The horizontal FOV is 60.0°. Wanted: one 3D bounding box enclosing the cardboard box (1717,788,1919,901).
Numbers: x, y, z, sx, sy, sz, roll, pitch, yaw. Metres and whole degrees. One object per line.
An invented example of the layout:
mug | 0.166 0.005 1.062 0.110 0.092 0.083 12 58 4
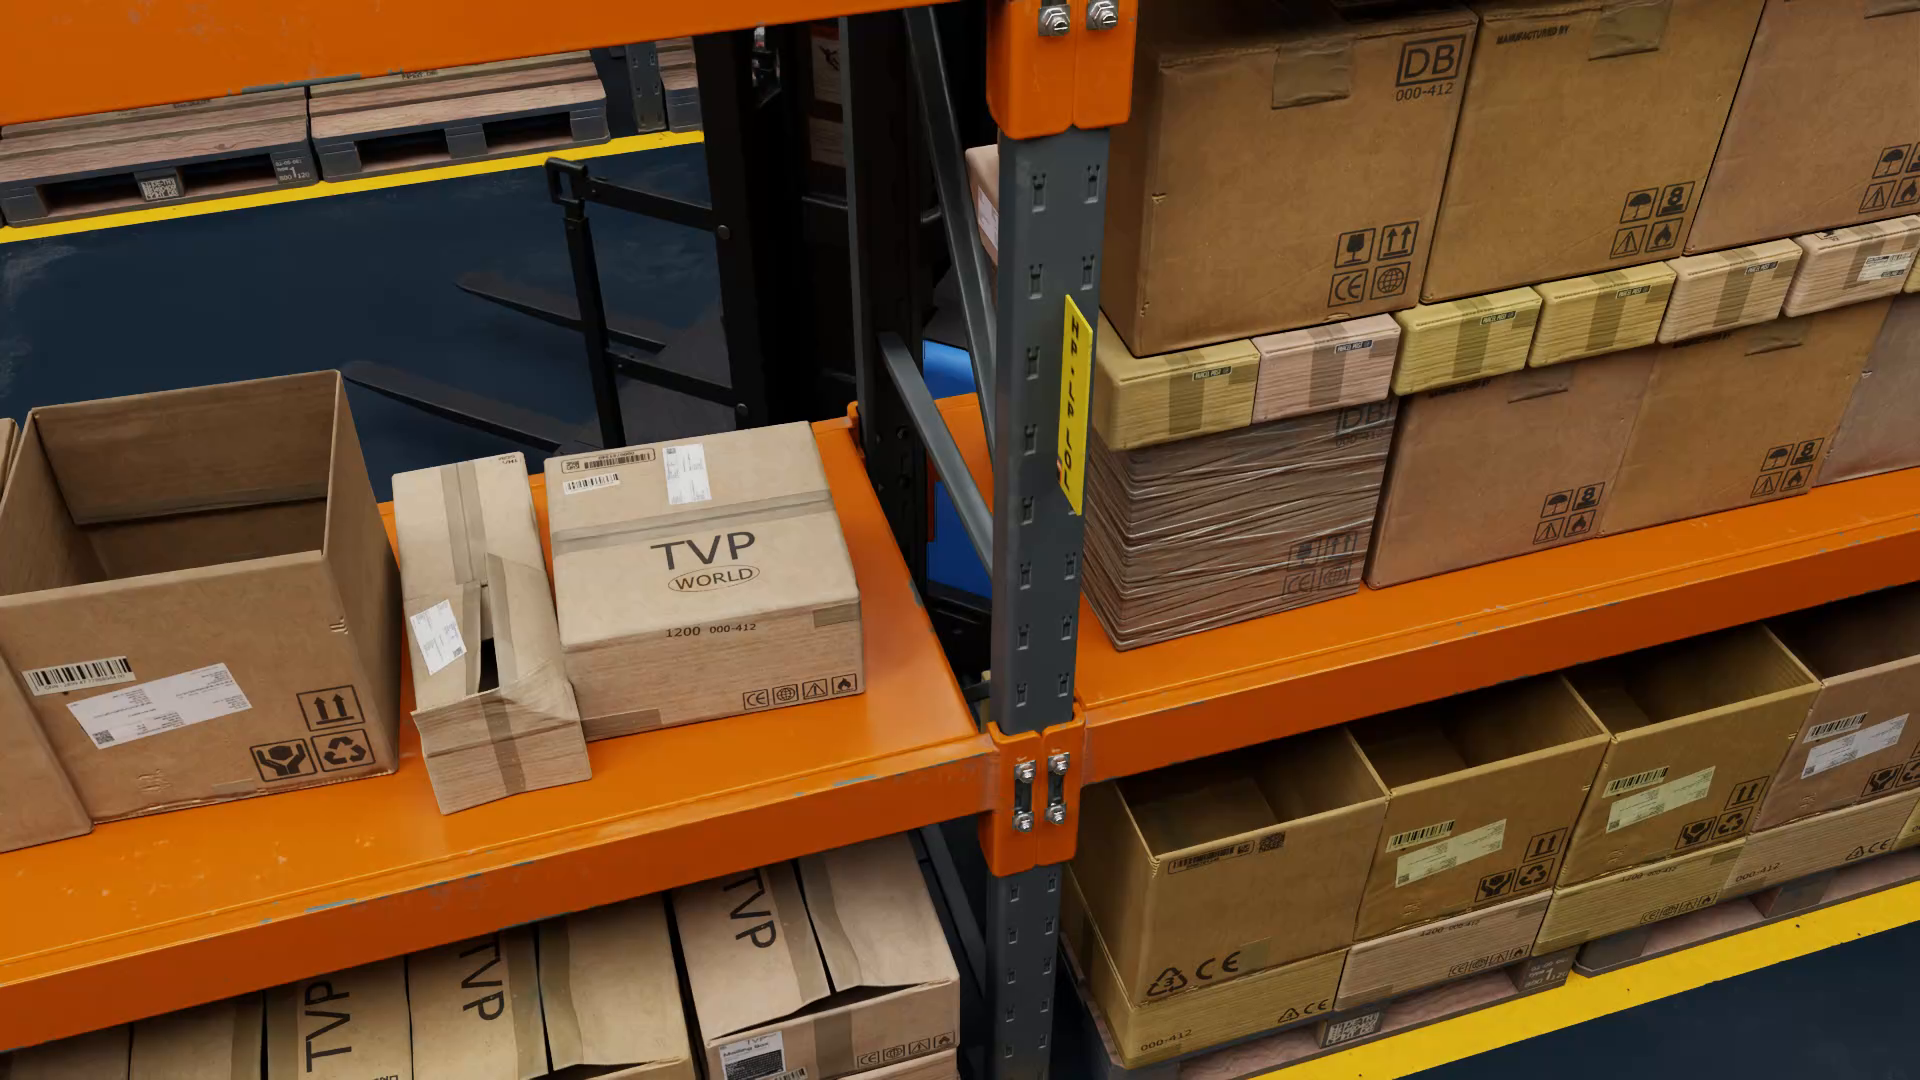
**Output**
cardboard box | 1.954 0.562 4.098 0.500 0.250 0.500 -12 42 -13

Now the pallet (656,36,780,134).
pallet | -0.843 -2.286 7.706 1.213 0.211 1.003 -12 42 -13

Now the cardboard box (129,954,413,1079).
cardboard box | -1.283 1.010 3.159 0.500 0.311 0.500 -12 43 -13

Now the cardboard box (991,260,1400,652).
cardboard box | 0.410 -0.250 3.180 0.500 0.500 0.700 -13 43 -14

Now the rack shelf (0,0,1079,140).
rack shelf | -1.919 -0.584 1.905 4.000 0.370 1.077 -12 42 -13

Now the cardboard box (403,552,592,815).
cardboard box | -0.795 0.219 2.821 0.258 0.266 0.396 -13 43 -14

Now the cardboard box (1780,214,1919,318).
cardboard box | 1.531 -0.591 3.078 0.250 0.149 0.380 -13 43 -14

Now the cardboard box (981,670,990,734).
cardboard box | 0.365 0.528 4.136 0.500 0.250 0.500 -12 42 -13

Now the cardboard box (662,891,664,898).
cardboard box | -0.960 0.567 3.666 0.500 0.311 0.500 -12 43 -14

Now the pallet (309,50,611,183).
pallet | -2.234 -2.000 7.379 1.213 0.211 1.003 -12 42 -13

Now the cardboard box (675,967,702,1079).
cardboard box | -0.803 1.120 3.459 0.500 0.250 0.500 -12 43 -14

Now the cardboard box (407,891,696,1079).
cardboard box | -0.806 0.912 3.270 0.500 0.311 0.500 -11 42 -12

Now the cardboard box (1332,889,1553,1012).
cardboard box | 1.000 0.760 3.871 0.500 0.250 0.500 -12 42 -13

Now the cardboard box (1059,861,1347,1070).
cardboard box | 0.522 0.856 3.762 0.500 0.250 0.500 -12 42 -13

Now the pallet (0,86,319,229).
pallet | -3.399 -1.756 7.100 1.213 0.211 1.003 -12 42 -13

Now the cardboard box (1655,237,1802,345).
cardboard box | 1.277 -0.537 3.015 0.250 0.149 0.380 -13 43 -14

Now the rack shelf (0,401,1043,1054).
rack shelf | -1.919 0.546 2.892 4.000 0.370 1.077 -12 42 -13

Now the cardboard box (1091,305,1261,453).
cardboard box | 0.303 -0.334 2.783 0.250 0.149 0.380 -12 43 -13

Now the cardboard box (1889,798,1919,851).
cardboard box | 2.431 0.464 4.210 0.500 0.250 0.500 -12 42 -13

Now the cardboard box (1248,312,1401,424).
cardboard box | 0.542 -0.384 2.840 0.250 0.149 0.380 -11 42 -12

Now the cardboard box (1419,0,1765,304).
cardboard box | 0.891 -0.839 2.868 0.500 0.500 0.700 -12 43 -13

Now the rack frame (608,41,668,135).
rack frame | -1.496 -3.230 6.667 0.127 3.000 1.000 -12 42 -13

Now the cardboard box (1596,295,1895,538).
cardboard box | 1.390 -0.455 3.415 0.500 0.500 0.700 -11 42 -12

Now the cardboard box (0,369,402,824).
cardboard box | -1.252 0.088 2.794 0.500 0.500 0.500 -9 42 -10

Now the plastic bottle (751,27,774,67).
plastic bottle | -0.867 -2.170 7.246 0.097 0.201 0.097 0 41 0

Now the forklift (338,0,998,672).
forklift | -0.570 -1.278 4.485 3.031 2.935 1.130 17 44 19

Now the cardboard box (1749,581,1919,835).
cardboard box | 1.955 0.282 3.849 0.500 0.500 0.500 -12 42 -13

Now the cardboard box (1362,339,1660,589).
cardboard box | 0.911 -0.358 3.304 0.500 0.500 0.700 -12 43 -14

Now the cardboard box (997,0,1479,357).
cardboard box | 0.410 -0.738 2.753 0.500 0.500 0.700 -12 42 -13

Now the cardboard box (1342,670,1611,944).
cardboard box | 0.999 0.476 3.626 0.500 0.500 0.500 -12 42 -13

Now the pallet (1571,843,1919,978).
pallet | 1.925 0.555 4.454 1.213 0.211 1.003 -12 42 -13

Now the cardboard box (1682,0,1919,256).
cardboard box | 1.369 -0.937 2.981 0.500 0.500 0.700 -12 42 -13

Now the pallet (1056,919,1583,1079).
pallet | 0.759 0.799 4.175 1.213 0.211 1.003 -12 42 -13

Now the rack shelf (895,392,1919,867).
rack shelf | 1.896 -0.245 3.797 4.000 0.370 1.077 -12 42 -13

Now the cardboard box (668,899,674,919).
cardboard box | -0.471 0.681 3.961 0.500 0.250 0.500 -13 43 -14

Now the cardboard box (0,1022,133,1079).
cardboard box | -1.764 1.107 3.048 0.500 0.311 0.500 -12 43 -14

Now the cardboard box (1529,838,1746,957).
cardboard box | 1.478 0.664 3.980 0.500 0.250 0.500 -12 42 -13

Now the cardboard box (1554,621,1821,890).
cardboard box | 1.478 0.382 3.734 0.500 0.500 0.500 -12 42 -13

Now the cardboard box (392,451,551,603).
cardboard box | -0.918 0.021 3.137 0.250 0.149 0.380 -12 42 -13

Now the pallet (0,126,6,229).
pallet | -4.561 -1.518 6.827 1.213 0.211 1.003 -12 42 -13

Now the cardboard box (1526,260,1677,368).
cardboard box | 1.037 -0.488 2.960 0.250 0.149 0.380 -12 43 -13

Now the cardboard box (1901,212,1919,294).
cardboard box | 1.779 -0.642 3.136 0.250 0.149 0.380 -12 43 -13

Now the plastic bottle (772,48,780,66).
plastic bottle | -0.760 -2.239 7.268 0.135 0.276 0.152 -10 42 -12

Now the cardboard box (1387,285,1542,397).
cardboard box | 0.788 -0.436 2.900 0.250 0.149 0.380 -13 43 -14

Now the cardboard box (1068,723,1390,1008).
cardboard box | 0.525 0.579 3.508 0.500 0.500 0.500 -12 42 -13

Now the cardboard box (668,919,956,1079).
cardboard box | -0.320 1.021 3.572 0.500 0.250 0.500 -12 43 -13

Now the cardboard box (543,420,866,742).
cardboard box | -0.468 0.061 3.015 0.500 0.250 0.500 -9 42 -10

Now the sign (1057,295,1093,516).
sign | 0.160 -0.188 2.365 0.005 0.325 0.100 -12 42 -13

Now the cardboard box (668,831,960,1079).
cardboard box | -0.312 0.806 3.392 0.500 0.311 0.500 -12 42 -13

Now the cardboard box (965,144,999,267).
cardboard box | 0.183 -0.591 3.077 0.250 0.149 0.380 -12 42 -13

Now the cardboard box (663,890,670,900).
cardboard box | -0.481 0.471 3.775 0.500 0.311 0.500 -12 42 -13

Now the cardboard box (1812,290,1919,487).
cardboard box | 1.879 -0.557 3.531 0.500 0.500 0.700 -11 42 -12

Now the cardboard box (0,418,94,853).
cardboard box | -1.729 0.187 2.681 0.500 0.500 0.500 -12 42 -13

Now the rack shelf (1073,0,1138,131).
rack shelf | 1.896 -1.374 2.810 4.000 0.370 1.077 -12 42 -13

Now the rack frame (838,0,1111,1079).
rack frame | -0.012 -0.120 3.108 0.127 3.000 1.000 -12 42 -13

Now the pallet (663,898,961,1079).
pallet | -0.703 1.100 3.831 1.213 0.211 1.003 -12 42 -13
